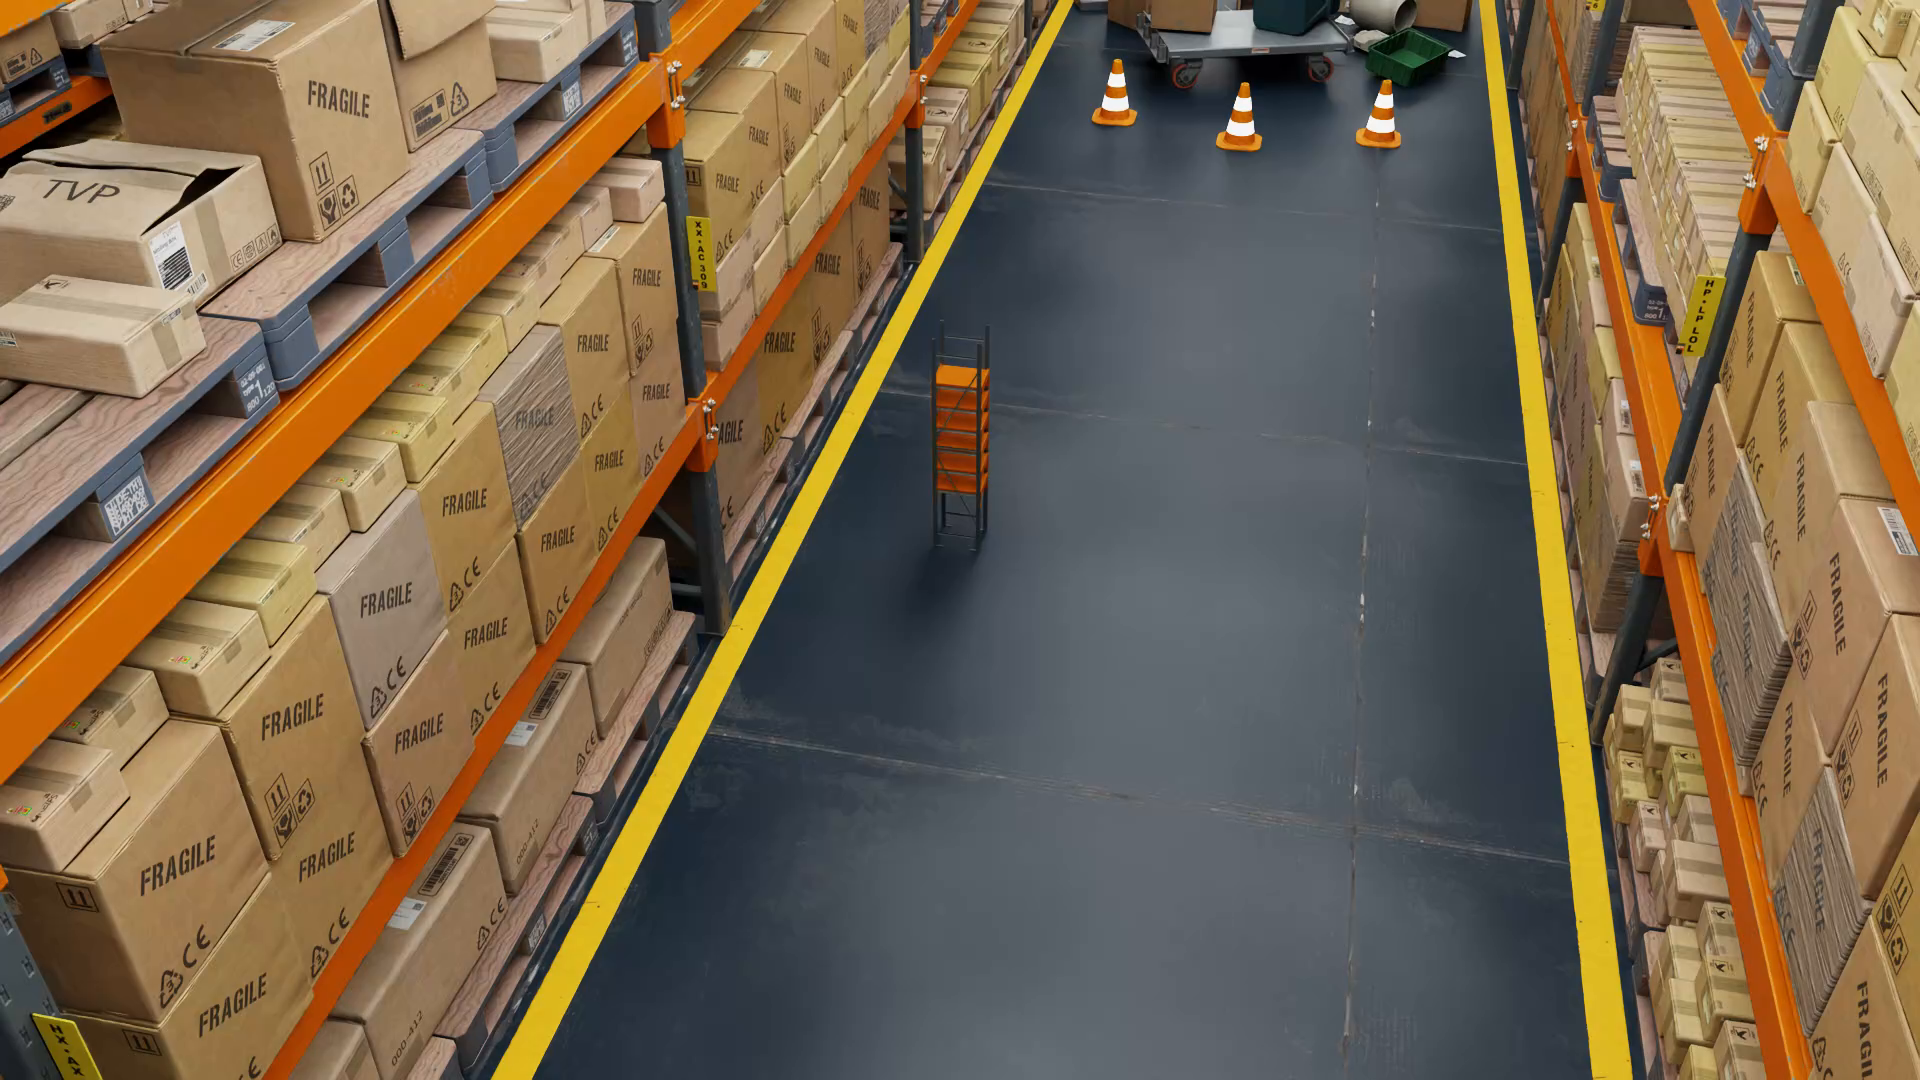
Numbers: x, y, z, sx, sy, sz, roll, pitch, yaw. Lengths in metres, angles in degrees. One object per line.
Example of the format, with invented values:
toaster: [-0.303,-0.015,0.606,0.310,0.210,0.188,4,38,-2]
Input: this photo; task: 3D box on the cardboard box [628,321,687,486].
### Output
cardboard box: [-1.443,-0.590,6.692,0.500,0.500,0.500,8,37,10]

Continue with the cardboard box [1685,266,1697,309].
cardboard box: [3.267,-1.019,6.973,0.380,0.149,0.250,9,37,12]

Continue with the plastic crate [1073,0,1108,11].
plastic crate: [1.251,-5.049,15.418,0.402,0.080,0.583,-5,36,-6]

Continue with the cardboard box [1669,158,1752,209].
cardboard box: [3.438,-1.595,7.515,0.380,0.149,0.250,6,36,8]

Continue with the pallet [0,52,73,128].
pallet: [-6.000,-2.567,9.669,1.003,0.211,1.213,7,37,10]

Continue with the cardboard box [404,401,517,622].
cardboard box: [-1.756,-0.118,5.189,0.500,0.500,0.500,7,37,10]

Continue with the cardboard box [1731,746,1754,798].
cardboard box: [2.650,0.700,5.213,0.380,0.149,0.250,9,37,12]

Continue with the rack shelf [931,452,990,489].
rack shelf: [0.003,-0.361,8.276,0.258,0.103,0.180,7,37,10]

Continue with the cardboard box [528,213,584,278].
cardboard box: [-1.574,-1.059,5.936,0.380,0.149,0.250,7,37,10]

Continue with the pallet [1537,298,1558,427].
pallet: [3.950,-1.001,9.721,1.003,0.211,1.213,7,37,10]

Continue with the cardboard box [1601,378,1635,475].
cardboard box: [3.299,-0.498,7.784,0.500,0.250,0.500,9,37,12]

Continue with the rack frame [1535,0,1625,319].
rack frame: [4.118,-2.578,9.521,1.000,3.000,0.127,7,37,10]

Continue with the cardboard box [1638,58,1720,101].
cardboard box: [3.719,-2.352,8.558,0.380,0.149,0.250,7,37,10]

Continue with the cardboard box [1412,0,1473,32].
cardboard box: [4.301,-4.878,14.823,0.500,0.500,0.500,14,38,18]

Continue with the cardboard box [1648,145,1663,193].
cardboard box: [3.545,-1.776,8.017,0.380,0.149,0.250,7,37,10]

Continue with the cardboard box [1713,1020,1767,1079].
cardboard box: [2.601,1.677,5.215,0.380,0.149,0.250,6,36,8]

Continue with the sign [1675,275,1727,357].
sign: [2.721,-0.821,6.110,0.100,0.325,0.005,7,37,10]

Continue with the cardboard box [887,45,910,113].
cardboard box: [-0.594,-2.757,9.896,0.500,0.250,0.500,6,36,8]

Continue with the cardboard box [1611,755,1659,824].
cardboard box: [2.815,1.021,6.627,0.380,0.149,0.250,8,37,11]

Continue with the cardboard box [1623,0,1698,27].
cardboard box: [4.224,-3.279,9.551,0.700,0.500,0.500,7,37,10]

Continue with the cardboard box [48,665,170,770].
cardboard box: [-2.115,0.410,3.908,0.380,0.149,0.250,8,37,11]

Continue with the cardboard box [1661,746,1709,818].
cardboard box: [2.865,0.932,6.242,0.380,0.149,0.250,7,36,9]

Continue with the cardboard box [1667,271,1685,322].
cardboard box: [3.319,-1.041,7.256,0.380,0.149,0.250,6,36,8]

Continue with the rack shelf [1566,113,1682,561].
rack shelf: [3.691,-1.140,8.150,1.077,0.370,4.000,7,37,10]

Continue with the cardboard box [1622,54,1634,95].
cardboard box: [3.819,-2.515,9.036,0.380,0.149,0.250,9,37,12]

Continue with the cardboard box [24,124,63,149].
cardboard box: [-6.063,-2.619,10.798,0.380,0.149,0.250,8,37,11]

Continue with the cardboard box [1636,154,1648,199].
cardboard box: [3.600,-1.798,8.302,0.380,0.149,0.250,8,37,11]

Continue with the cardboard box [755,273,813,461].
cardboard box: [-1.354,-1.041,8.853,0.875,0.875,0.875,8,37,11]

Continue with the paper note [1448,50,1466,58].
paper note: [4.231,-4.168,14.244,0.147,0.020,0.142,-17,39,-22]

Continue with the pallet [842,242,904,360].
pallet: [-0.981,-1.569,10.504,1.003,0.211,1.213,7,37,10]

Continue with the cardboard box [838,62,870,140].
cardboard box: [-0.790,-2.382,8.952,0.500,0.250,0.500,6,36,9]

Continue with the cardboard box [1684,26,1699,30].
cardboard box: [4.478,-2.842,9.800,0.500,0.500,0.500,8,37,10]

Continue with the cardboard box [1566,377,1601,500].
cardboard box: [3.399,-0.486,8.407,0.500,0.500,0.500,7,36,9]

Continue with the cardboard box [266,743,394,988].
cardboard box: [-1.984,0.873,4.674,0.500,0.500,0.500,7,36,9]

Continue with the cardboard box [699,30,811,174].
cardboard box: [-1.028,-2.091,7.912,0.500,0.500,0.500,6,36,9]

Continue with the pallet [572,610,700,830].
pallet: [-1.833,0.708,7.363,1.003,0.211,1.213,7,37,10]

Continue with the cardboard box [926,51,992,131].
cardboard box: [-0.292,-3.427,12.574,0.950,0.372,0.625,8,37,12]

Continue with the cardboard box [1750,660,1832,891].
cardboard box: [2.584,0.687,4.678,0.500,0.500,0.500,9,37,12]

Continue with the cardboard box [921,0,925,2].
cardboard box: [-0.417,-3.700,10.373,0.500,0.500,0.500,6,36,9]

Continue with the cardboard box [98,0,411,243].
cardboard box: [-1.871,-1.156,4.475,0.500,0.500,0.500,8,37,11]

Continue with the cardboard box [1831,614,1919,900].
cardboard box: [2.474,0.560,4.001,0.500,0.500,0.500,9,37,12]

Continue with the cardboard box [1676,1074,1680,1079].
cardboard box: [2.526,1.913,5.396,0.380,0.149,0.250,8,37,11]

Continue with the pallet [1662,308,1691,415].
pallet: [3.569,-0.627,6.992,1.003,0.211,1.213,7,37,10]

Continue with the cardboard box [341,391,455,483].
cardboard box: [-1.729,-0.314,4.908,0.380,0.149,0.250,6,36,9]

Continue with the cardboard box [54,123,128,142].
cardboard box: [-5.575,-2.560,10.716,0.380,0.149,0.250,6,36,8]

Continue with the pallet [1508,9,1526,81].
pallet: [5.211,-4.168,14.091,1.003,0.211,1.213,7,37,10]

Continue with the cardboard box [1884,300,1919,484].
cardboard box: [2.563,-0.322,3.981,0.500,0.250,0.500,9,37,12]

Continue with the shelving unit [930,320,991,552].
shelving unit: [0.003,-0.494,8.179,0.258,1.200,0.189,7,37,10]

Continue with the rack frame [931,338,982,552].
rack frame: [-0.016,-0.442,8.107,0.240,1.200,0.006,7,37,10]

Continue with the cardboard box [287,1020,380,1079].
cardboard box: [-2.405,1.923,5.137,0.875,0.438,0.875,6,36,8]

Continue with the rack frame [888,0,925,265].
rack frame: [-0.739,-3.140,10.297,1.000,3.000,0.127,7,37,10]

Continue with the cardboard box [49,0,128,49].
cardboard box: [-5.498,-3.224,10.183,0.500,0.250,0.500,6,36,8]

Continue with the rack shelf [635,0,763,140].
rack shelf: [-1.167,-2.917,8.046,1.077,0.370,4.000,7,37,10]

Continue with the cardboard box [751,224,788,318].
cardboard box: [-1.133,-1.302,7.889,0.500,0.250,0.500,6,36,9]

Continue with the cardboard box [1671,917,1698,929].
cardboard box: [2.748,1.357,5.910,0.380,0.149,0.250,9,37,12]

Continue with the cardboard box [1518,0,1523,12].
cardboard box: [5.364,-5.050,14.384,0.875,0.875,0.875,8,37,10]

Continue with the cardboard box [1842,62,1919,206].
cardboard box: [2.815,-1.110,4.641,0.500,0.250,0.500,7,37,10]
